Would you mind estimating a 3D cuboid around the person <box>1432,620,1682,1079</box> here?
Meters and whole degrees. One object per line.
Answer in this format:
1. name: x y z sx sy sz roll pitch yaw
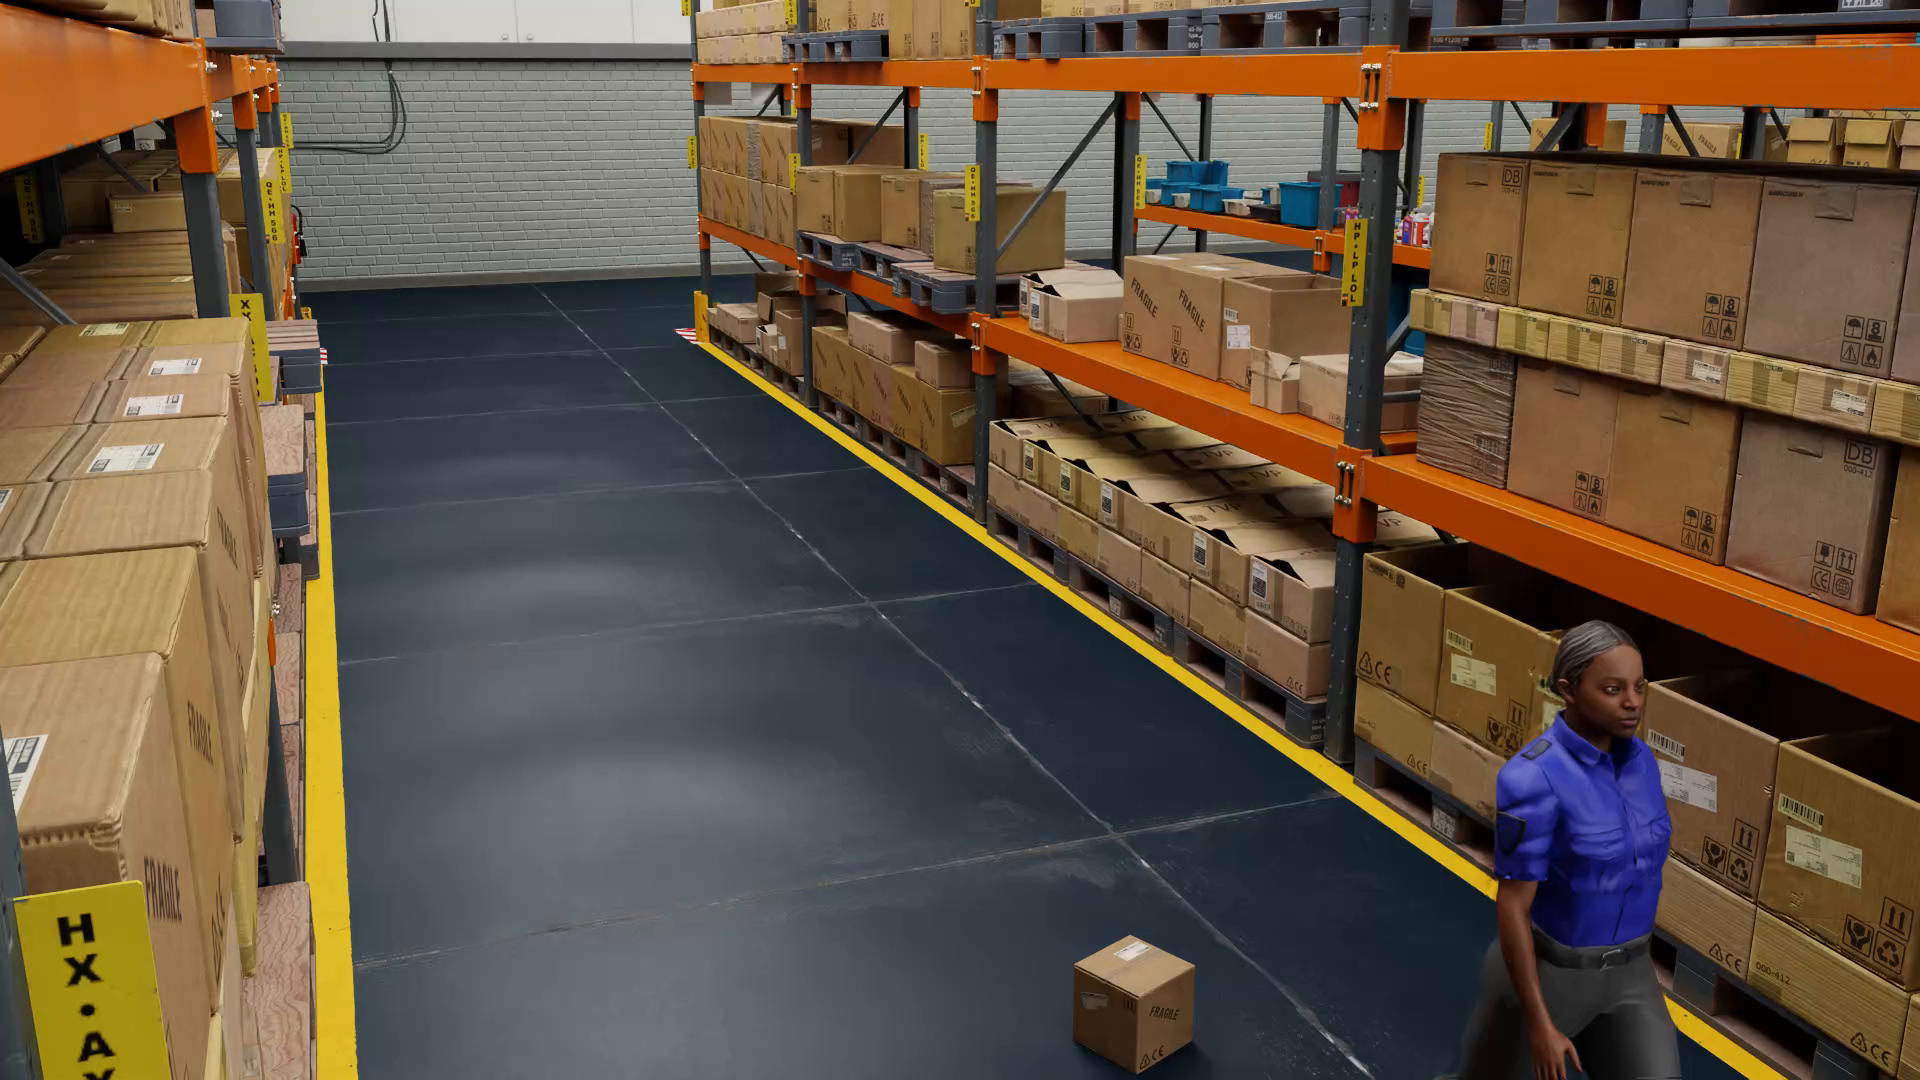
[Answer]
1. person: 1.346 0.964 3.622 0.476 1.600 1.011 -6 17 -22
